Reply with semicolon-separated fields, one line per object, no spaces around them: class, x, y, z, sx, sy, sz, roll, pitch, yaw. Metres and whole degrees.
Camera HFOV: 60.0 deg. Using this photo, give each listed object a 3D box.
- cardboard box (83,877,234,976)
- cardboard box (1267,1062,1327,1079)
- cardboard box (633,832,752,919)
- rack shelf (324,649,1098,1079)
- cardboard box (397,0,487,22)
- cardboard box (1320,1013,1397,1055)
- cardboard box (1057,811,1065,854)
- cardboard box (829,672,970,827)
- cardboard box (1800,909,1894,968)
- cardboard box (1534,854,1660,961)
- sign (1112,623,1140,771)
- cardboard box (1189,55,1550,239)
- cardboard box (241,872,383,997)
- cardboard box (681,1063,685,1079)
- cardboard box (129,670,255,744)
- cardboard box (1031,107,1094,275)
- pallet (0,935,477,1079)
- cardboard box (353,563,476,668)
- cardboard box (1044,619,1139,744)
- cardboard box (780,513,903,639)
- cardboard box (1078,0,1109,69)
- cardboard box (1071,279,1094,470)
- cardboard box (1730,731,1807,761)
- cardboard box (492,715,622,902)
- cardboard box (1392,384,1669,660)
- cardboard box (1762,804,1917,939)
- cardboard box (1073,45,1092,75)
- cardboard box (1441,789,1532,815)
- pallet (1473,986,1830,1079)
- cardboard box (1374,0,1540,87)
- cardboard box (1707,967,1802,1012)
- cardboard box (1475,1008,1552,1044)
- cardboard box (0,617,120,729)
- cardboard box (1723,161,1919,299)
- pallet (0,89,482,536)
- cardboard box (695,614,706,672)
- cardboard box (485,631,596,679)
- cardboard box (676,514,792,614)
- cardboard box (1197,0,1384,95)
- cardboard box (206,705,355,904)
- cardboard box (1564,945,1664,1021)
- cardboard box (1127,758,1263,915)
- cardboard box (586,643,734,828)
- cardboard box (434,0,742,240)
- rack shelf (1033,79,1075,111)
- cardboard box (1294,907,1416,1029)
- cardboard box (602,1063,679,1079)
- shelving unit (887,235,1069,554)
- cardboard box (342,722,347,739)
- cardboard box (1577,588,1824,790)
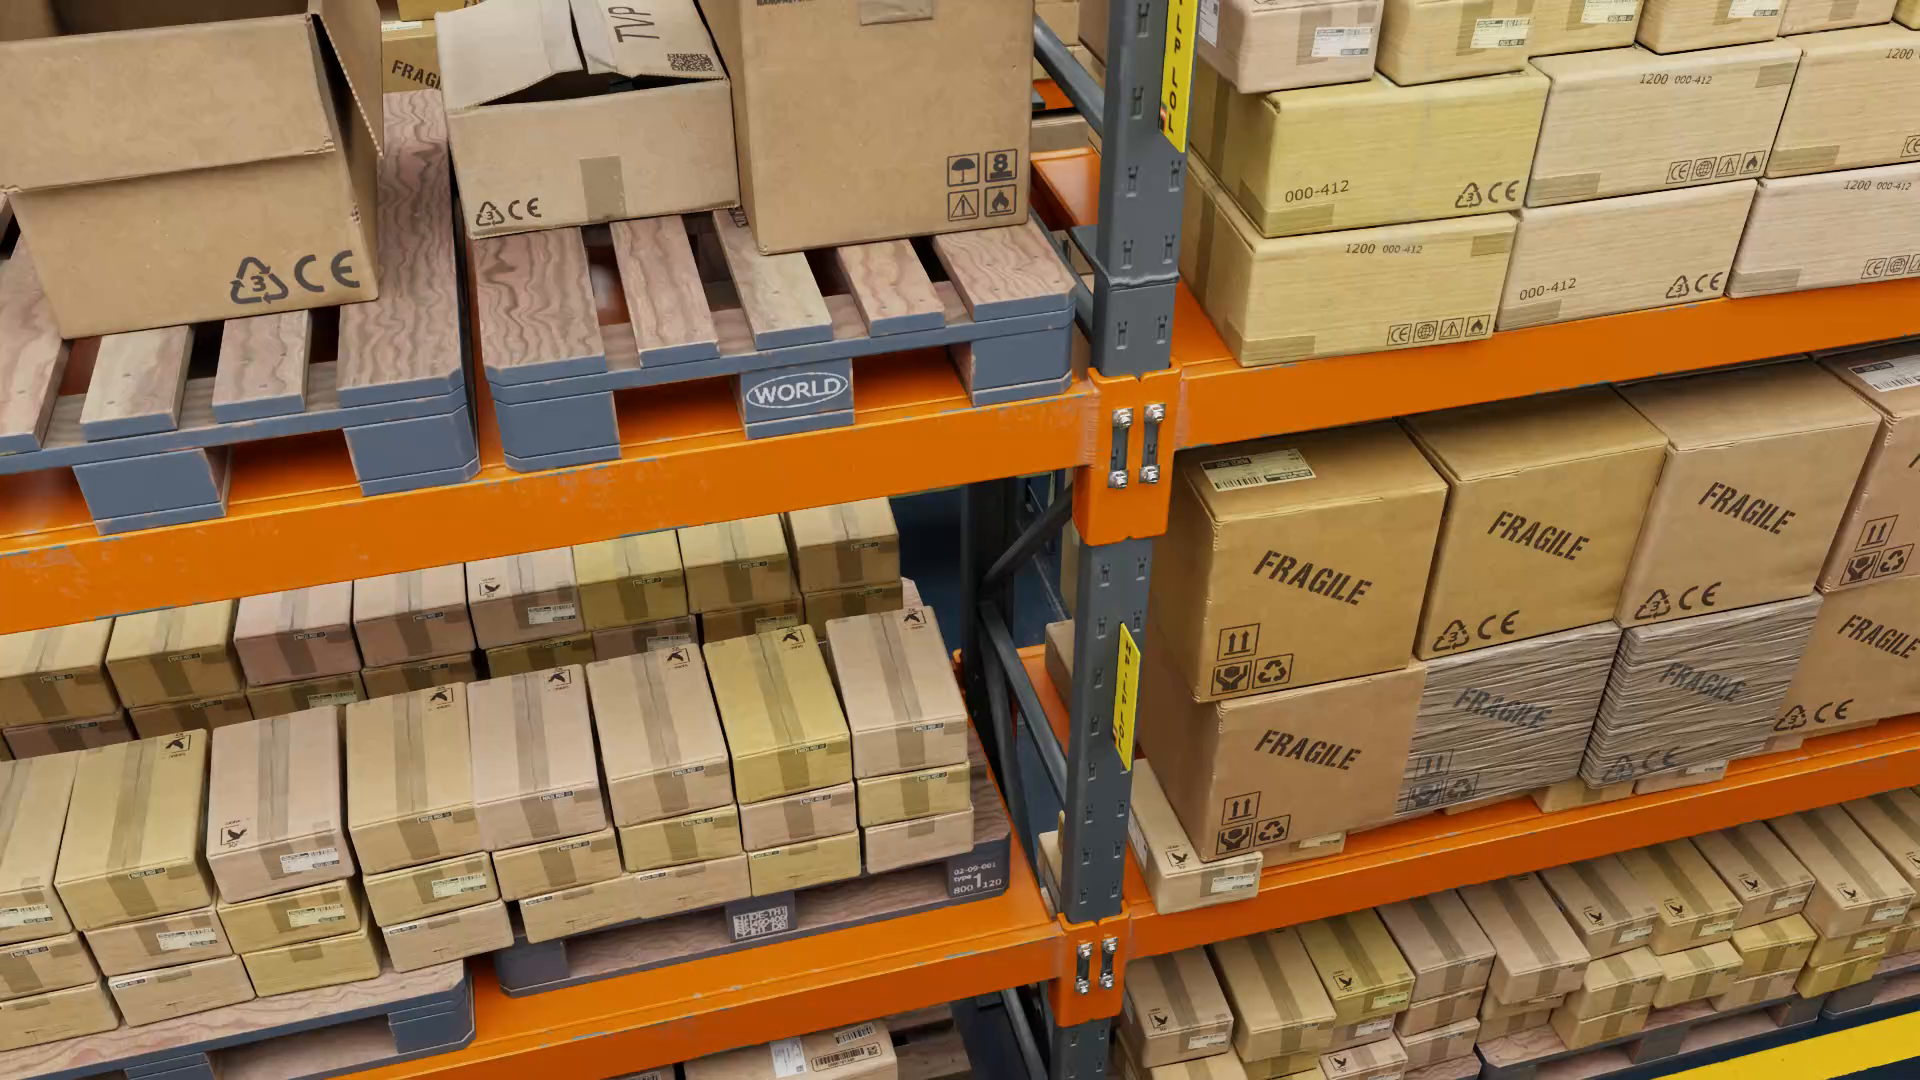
cardboard box;-1.649;0.699;3.484;0.250;0.149;0.380;-8;38;-10
cardboard box;0.883;1.513;4.804;0.250;0.149;0.380;-8;38;-11
cardboard box;-0.633;0.651;3.791;0.250;0.149;0.380;-9;38;-12
rack shelf;-1.740;1.062;3.985;4.000;0.370;1.077;-9;38;-12
cardboard box;-2.285;-2.696;7.398;0.637;0.503;0.797;-9;38;-11
cardboard box;1.071;1.284;4.858;0.250;0.149;0.380;-10;38;-12
cardboard box;0.467;0.979;5.012;0.250;0.149;0.380;-8;38;-11
cardboard box;-0.142;0.453;3.805;0.250;0.149;0.380;-8;38;-11
cardboard box;2.620;1.097;5.103;0.250;0.149;0.380;-9;38;-11
cardboard box;1.845;1.039;4.934;0.250;0.149;0.380;-11;39;-14
sign;0.339;0.324;3.404;0.005;0.325;0.100;-9;38;-12
cardboard box;0.718;-0.807;3.079;0.500;0.250;0.500;-8;38;-10
cardboard box;-1.398;0.780;3.623;0.250;0.149;0.380;-8;38;-10
cardboard box;-0.592;1.247;4.863;0.500;0.500;0.500;-8;38;-10
cardboard box;-1.819;0.316;3.985;0.250;0.149;0.380;-10;39;-13
cardboard box;0.522;-1.989;8.785;0.875;0.875;0.875;-9;38;-12
pallet;-1.770;0.831;3.852;1.213;0.211;1.003;-9;38;-12
cardboard box;-1.314;0.114;4.003;0.250;0.149;0.380;-10;38;-12
cardboard box;0.406;0.376;4.496;0.250;0.149;0.380;-10;38;-12
cardboard box;-0.309;0.067;4.310;0.250;0.149;0.380;-9;38;-11
cardboard box;0.570;-1.093;3.454;0.500;0.250;0.500;-11;39;-14
cardboard box;0.574;-0.329;4.061;0.500;0.500;0.500;-11;39;-14
cardboard box;2.055;0.399;4.466;0.250;0.149;0.380;-8;38;-10
cardboard box;-0.899;0.579;3.641;0.250;0.149;0.380;-11;39;-13
cardboard box;1.187;-0.115;3.782;0.500;0.500;0.500;-10;39;-13
cardboard box;2.622;0.988;5.001;0.250;0.149;0.380;-8;38;-10
cardboard box;0.619;-2.424;8.156;0.250;0.149;0.380;-9;38;-11
cardboard box;1.287;0.509;4.323;0.250;0.149;0.380;-11;39;-14
pallet;2.010;1.244;5.450;1.213;0.211;1.003;-9;38;-12
cardboard box;0.807;-0.957;2.947;0.250;0.149;0.380;-11;39;-14
cardboard box;2.365;1.244;5.156;0.250;0.149;0.380;-9;38;-11
cardboard box;1.592;1.311;5.068;0.250;0.149;0.380;-11;39;-14
cardboard box;-2.068;0.240;3.840;0.250;0.149;0.380;-8;38;-10
cardboard box;1.696;-0.747;3.412;0.500;0.250;0.500;-8;38;-10
pallet;-1.433;-0.456;3.063;1.003;0.211;1.213;-9;38;-12
cardboard box;-0.575;0.232;4.339;0.250;0.149;0.380;-9;38;-11
cardboard box;-1.059;0.192;4.147;0.250;0.149;0.380;-11;39;-14
cardboard box;-0.577;-0.004;4.157;0.250;0.149;0.380;-8;38;-11
cardboard box;0.535;-0.933;2.917;0.250;0.149;0.380;-10;39;-13
cardboard box;-1.404;0.540;3.447;0.250;0.149;0.380;-11;39;-14
cardboard box;1.864;1.211;4.954;0.250;0.149;0.380;-10;38;-12
cardboard box;0.550;0.706;4.065;0.250;0.149;0.380;-8;38;-10
cardboard box;-0.655;0.417;3.608;0.250;0.149;0.380;-11;39;-13
cardboard box;-0.713;-0.847;3.148;0.500;0.311;0.500;-10;39;-13
rack shelf;0.926;-2.497;8.638;4.000;0.370;1.077;-9;38;-12
cardboard box;1.090;1.178;4.753;0.250;0.149;0.380;-10;39;-13
cardboard box;-0.962;1.327;4.141;0.500;0.250;0.500;-8;38;-10
shelving unit;-0.006;-0.595;6.793;0.755;1.500;0.431;-9;38;-12
cardboard box;-1.569;0.395;4.126;0.250;0.149;0.380;-10;39;-13
cardboard box;1.706;0.229;4.154;0.500;0.500;0.500;-10;39;-13
